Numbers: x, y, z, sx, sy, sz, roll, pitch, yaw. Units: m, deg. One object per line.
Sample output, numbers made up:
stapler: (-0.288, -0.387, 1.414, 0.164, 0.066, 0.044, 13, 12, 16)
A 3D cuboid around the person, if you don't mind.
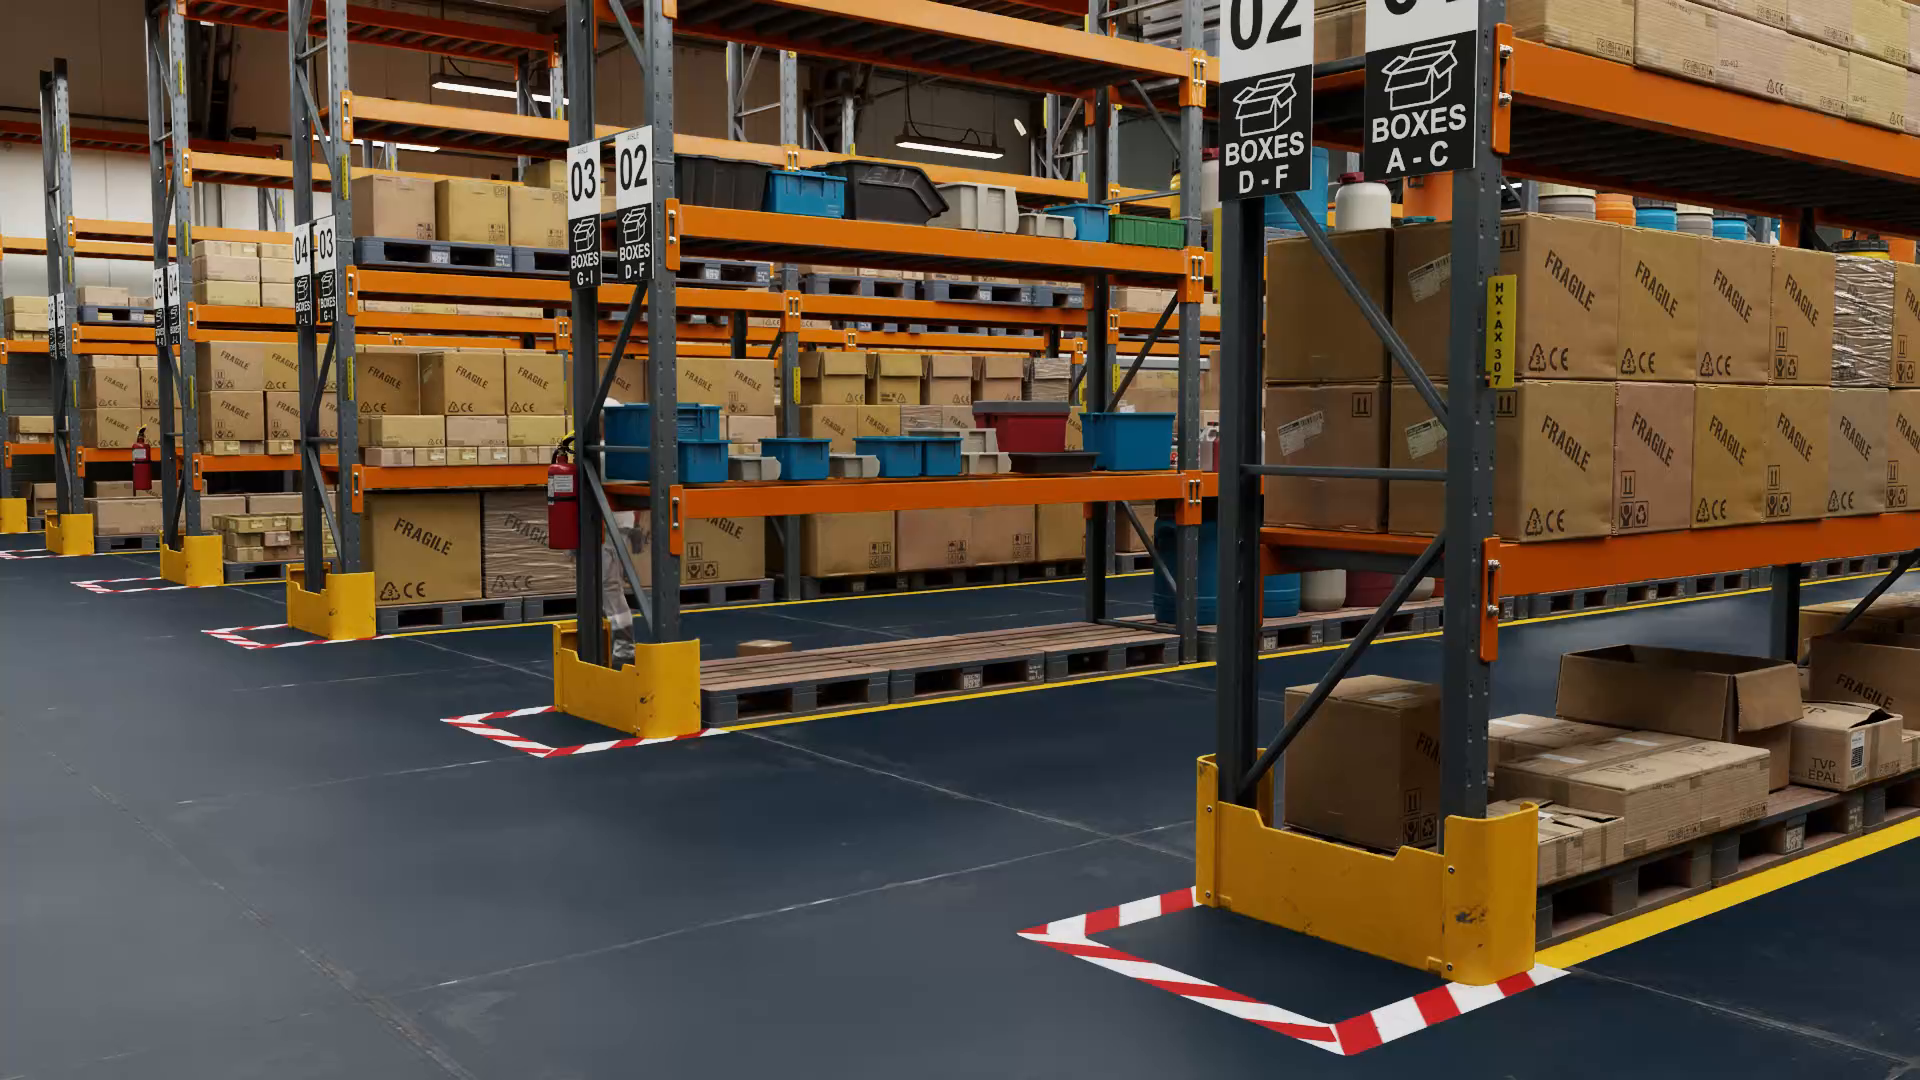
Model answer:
person: (-2.379, -0.029, 11.085, 0.511, 1.834, 0.592, 1, 4, 11)
